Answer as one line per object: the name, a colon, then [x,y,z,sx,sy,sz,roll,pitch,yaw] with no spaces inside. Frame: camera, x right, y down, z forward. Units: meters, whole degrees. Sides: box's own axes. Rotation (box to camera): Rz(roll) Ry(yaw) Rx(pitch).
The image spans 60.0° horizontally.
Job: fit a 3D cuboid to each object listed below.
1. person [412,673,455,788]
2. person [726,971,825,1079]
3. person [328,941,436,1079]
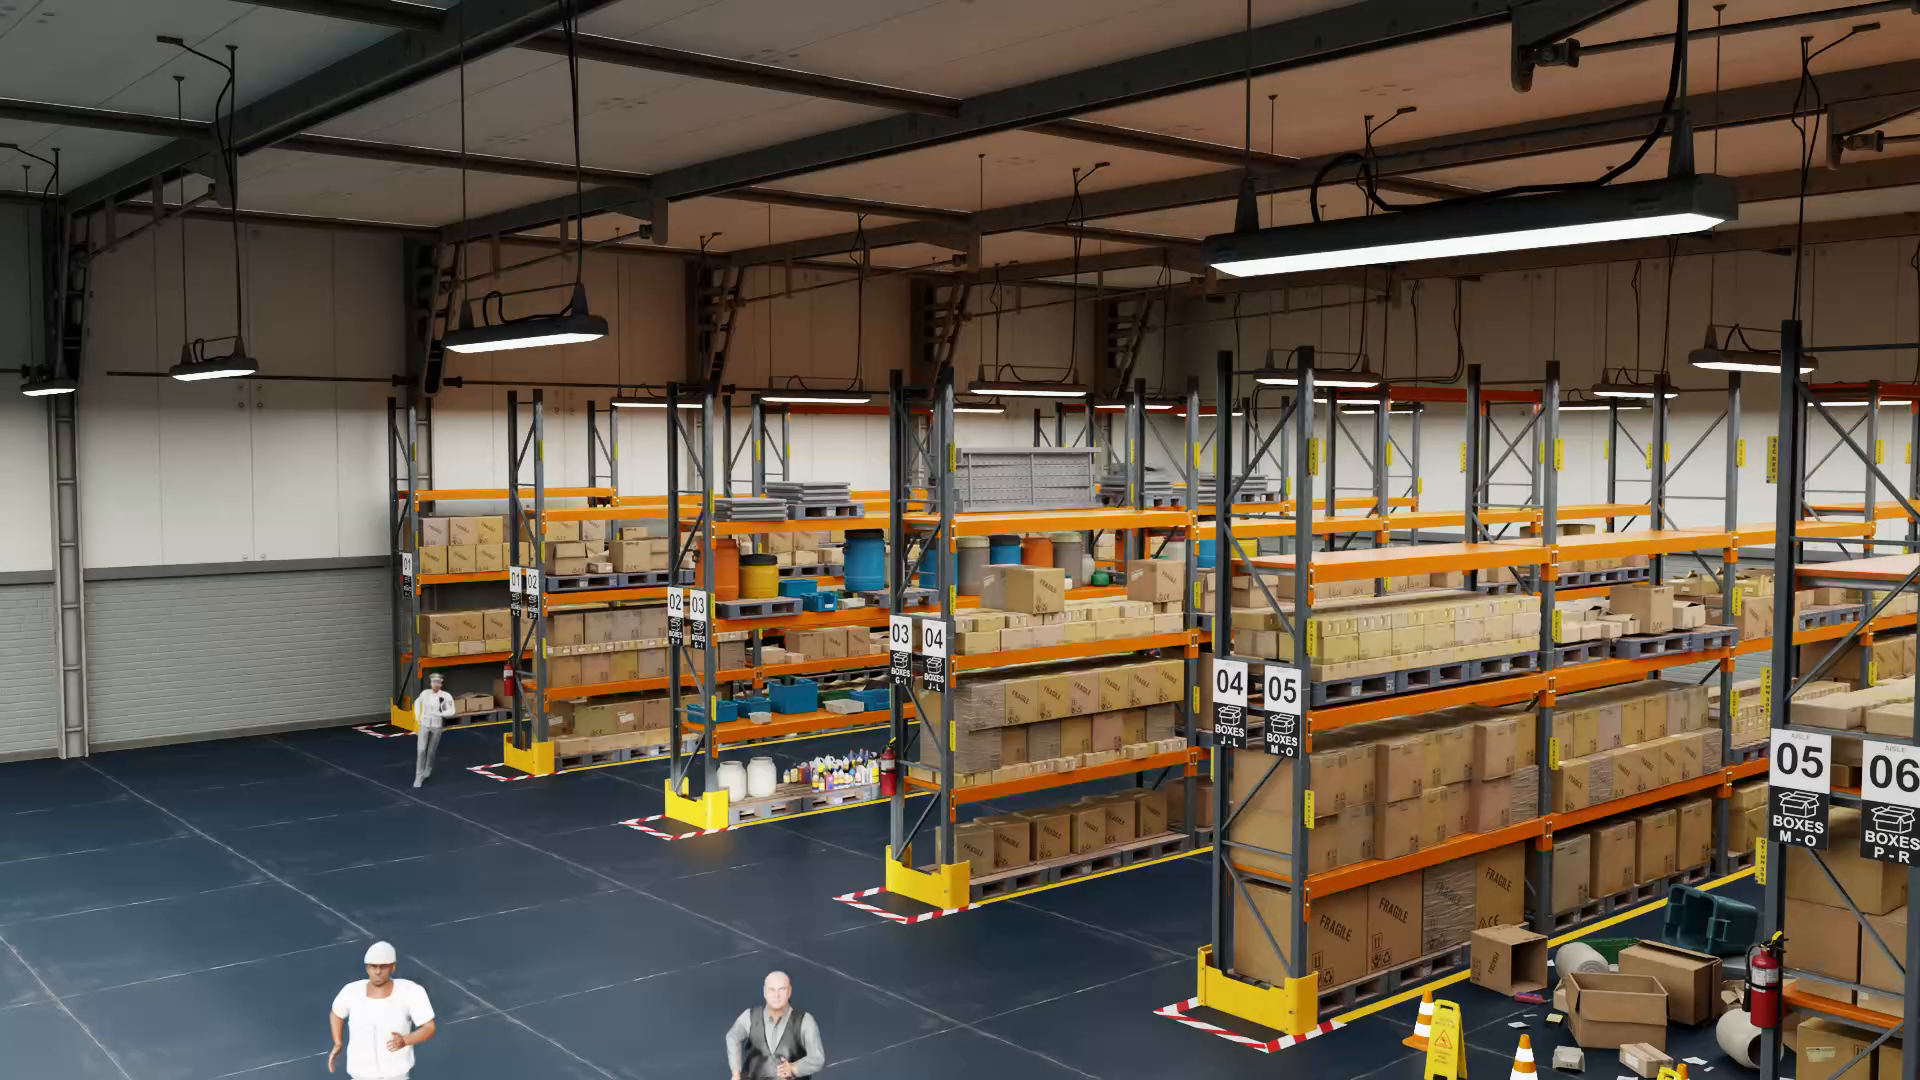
person: [-7.985,2.863,25.302,0.618,1.716,0.823,-1,3,-11]
person: [-1.192,3.676,10.757,0.630,1.787,0.774,0,3,-8]
person: [-3.903,3.591,11.233,0.704,1.768,0.888,-1,3,-14]
